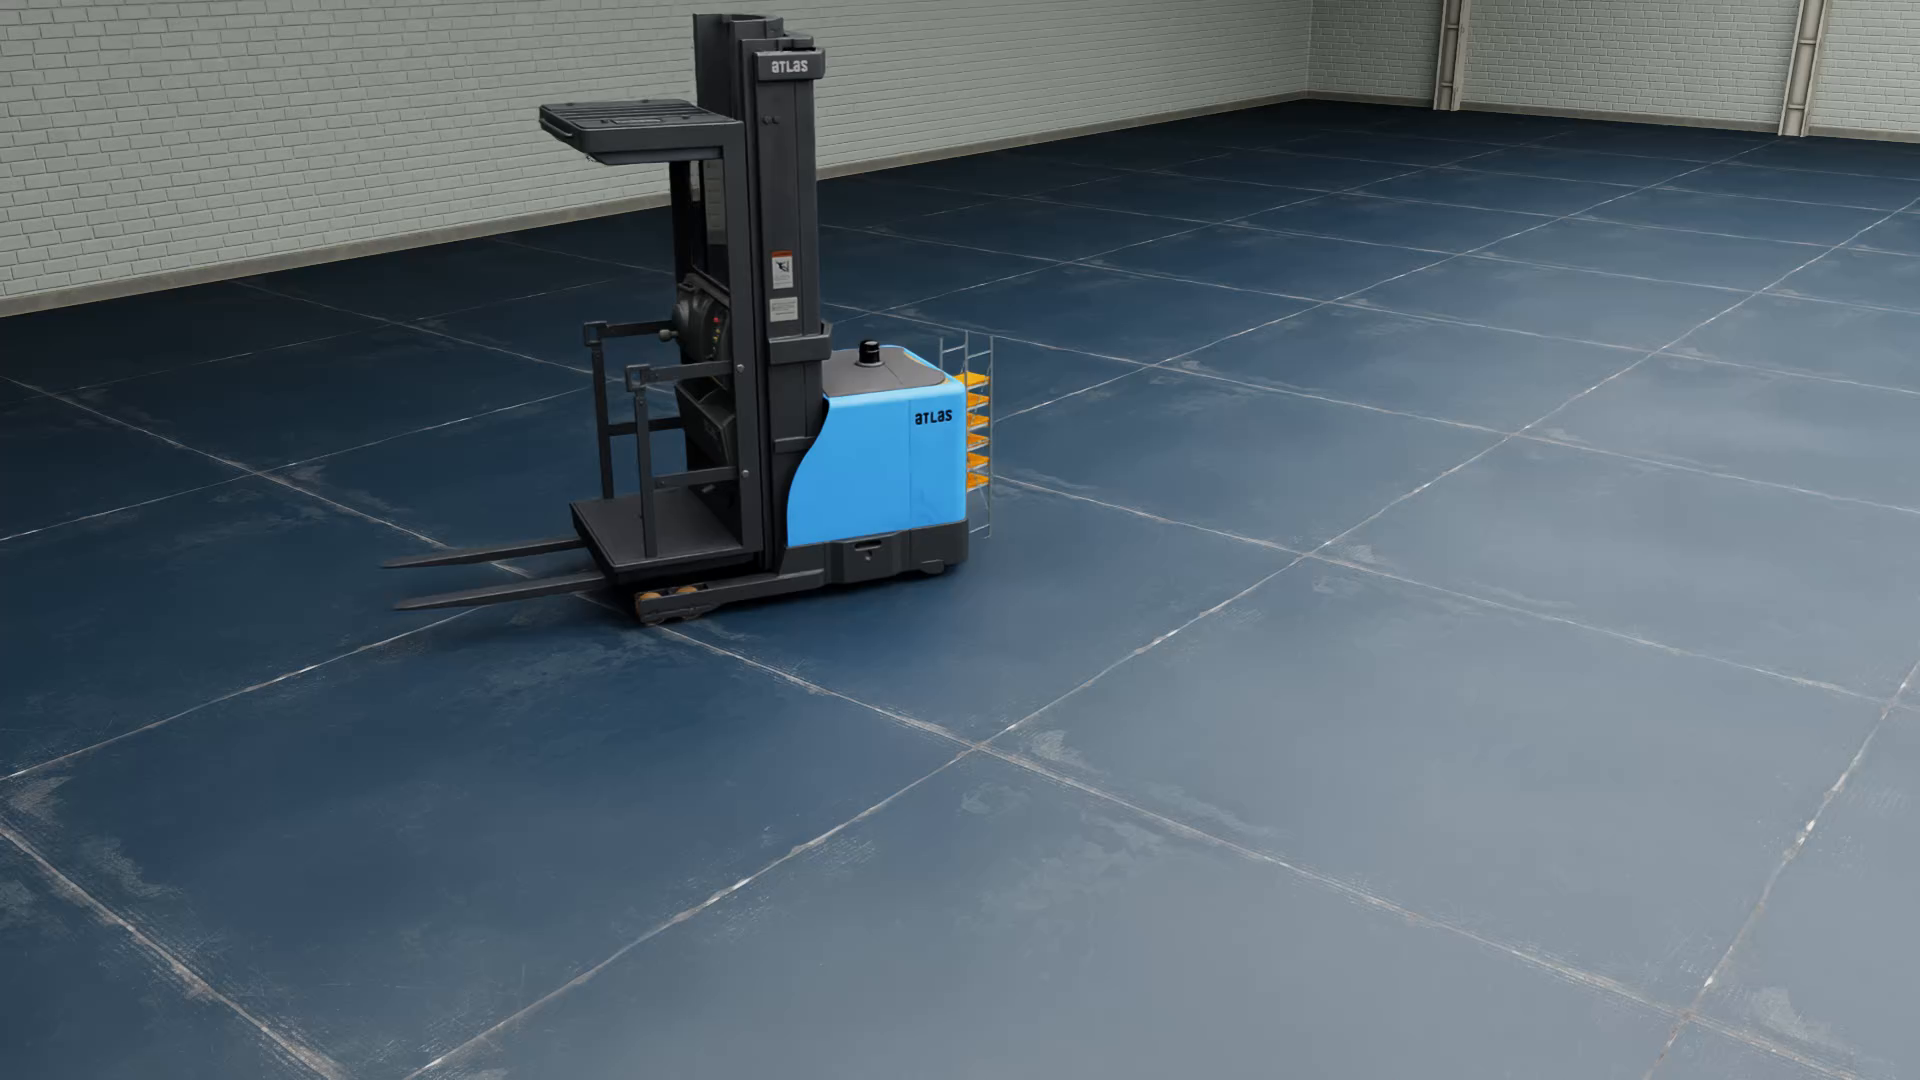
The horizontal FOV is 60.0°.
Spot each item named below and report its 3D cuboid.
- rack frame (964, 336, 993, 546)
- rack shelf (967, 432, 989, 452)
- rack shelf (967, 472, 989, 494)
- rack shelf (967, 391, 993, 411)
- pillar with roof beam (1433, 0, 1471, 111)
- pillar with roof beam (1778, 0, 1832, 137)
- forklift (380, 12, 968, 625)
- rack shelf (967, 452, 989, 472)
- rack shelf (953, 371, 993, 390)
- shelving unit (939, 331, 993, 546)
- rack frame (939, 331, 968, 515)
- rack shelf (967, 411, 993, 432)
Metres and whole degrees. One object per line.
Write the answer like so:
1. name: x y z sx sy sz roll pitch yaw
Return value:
1. rack frame: 0.103 -0.550 9.425 0.006 1.200 0.240 17 26 38
2. rack shelf: 0.034 -0.529 9.496 0.180 0.103 0.258 17 26 38
3. rack shelf: 0.034 -0.304 9.581 0.180 0.103 0.258 17 26 38
4. rack shelf: 0.034 -0.754 9.412 0.180 0.103 0.258 17 26 38
5. pillar with roof beam: 6.302 -11.020 26.137 0.400 9.000 9.100 16 26 36
6. pillar with roof beam: 10.950 -9.681 22.588 0.400 9.000 9.100 16 26 36
7. forklift: -1.518 -1.146 8.553 3.031 2.935 1.130 -9 22 -22
8. rack shelf: 0.034 -0.417 9.539 0.180 0.103 0.258 17 26 38
9. rack shelf: 0.034 -0.866 9.369 0.180 0.103 0.258 17 26 38
10. shelving unit: 0.034 -0.571 9.481 0.189 1.200 0.258 17 26 38
11. rack frame: -0.035 -0.592 9.536 0.006 1.200 0.240 17 26 38
12. rack shelf: 0.034 -0.641 9.454 0.180 0.103 0.258 17 26 38
